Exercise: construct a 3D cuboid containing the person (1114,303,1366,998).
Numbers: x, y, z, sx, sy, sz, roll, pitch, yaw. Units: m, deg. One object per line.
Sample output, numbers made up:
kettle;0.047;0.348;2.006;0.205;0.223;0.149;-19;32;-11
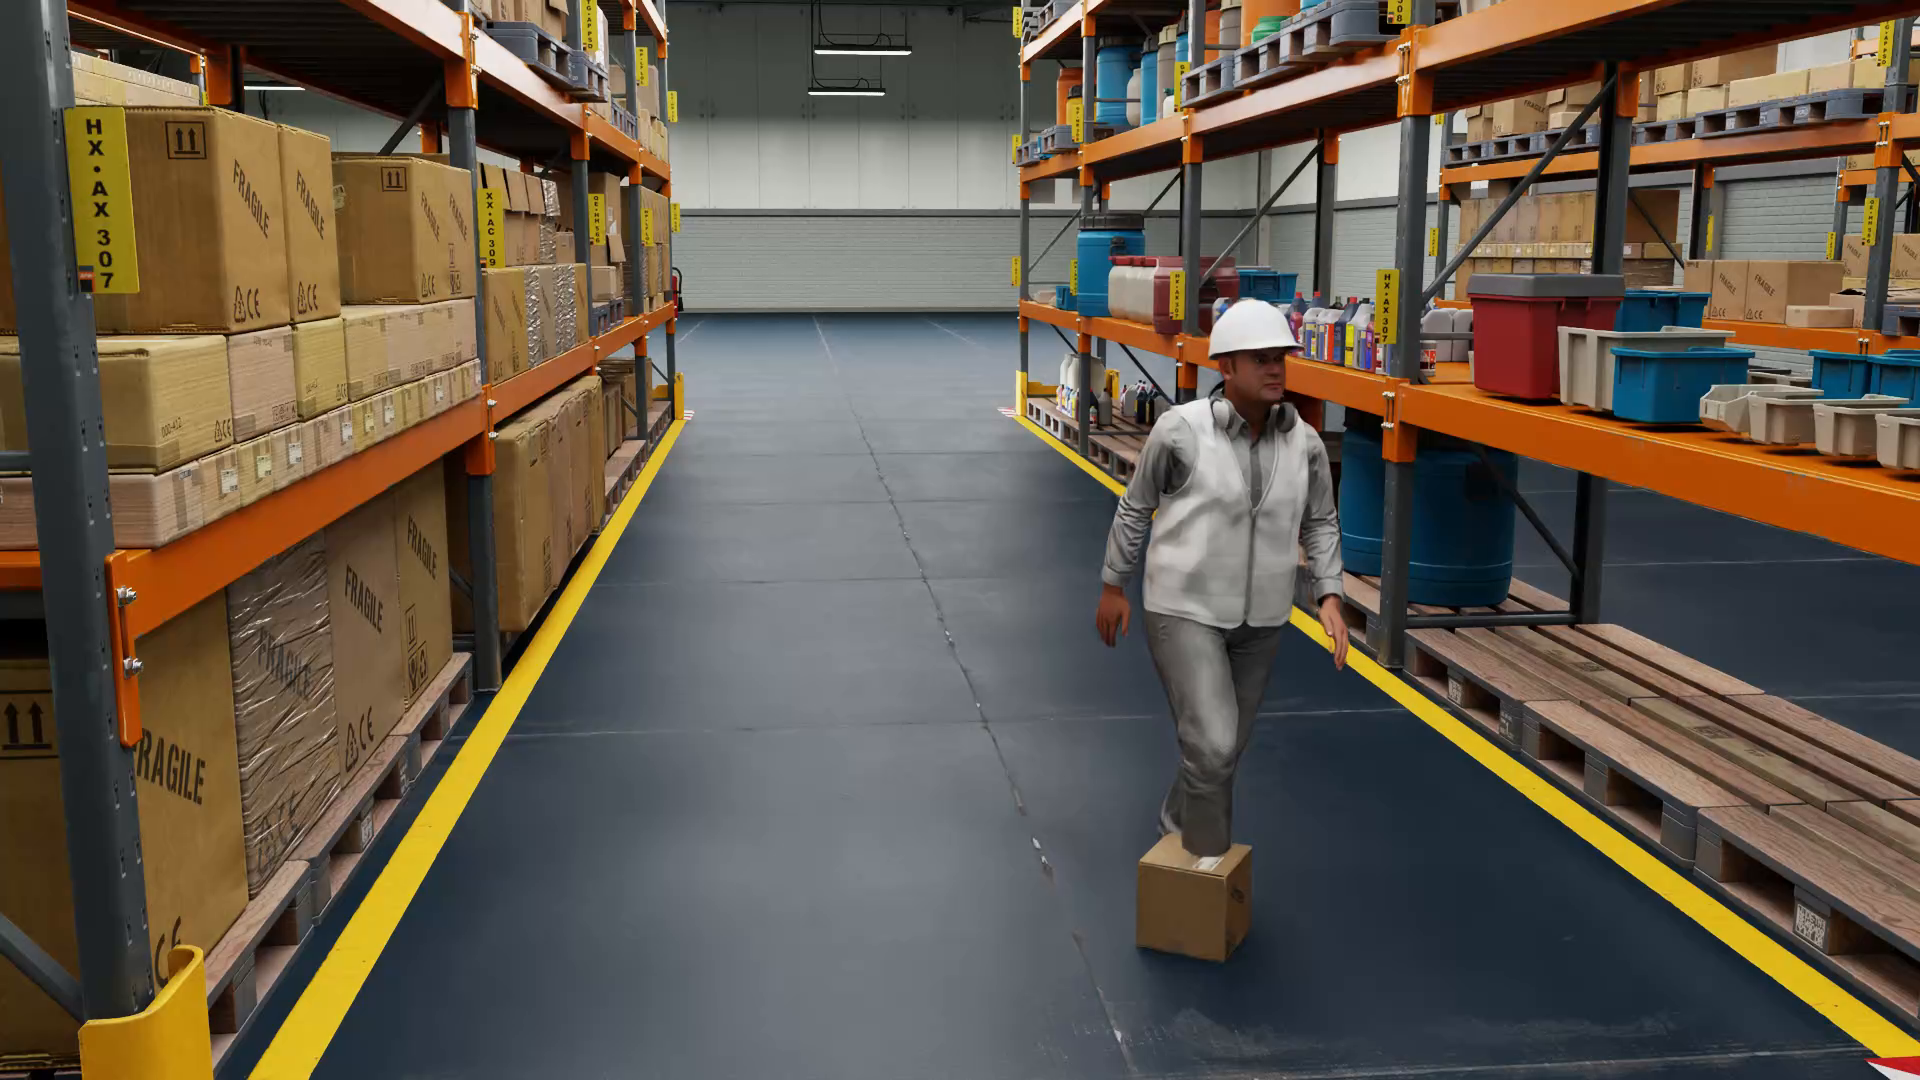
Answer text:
person;0.806;0.222;4.577;0.591;1.730;0.962;-4;11;-21
